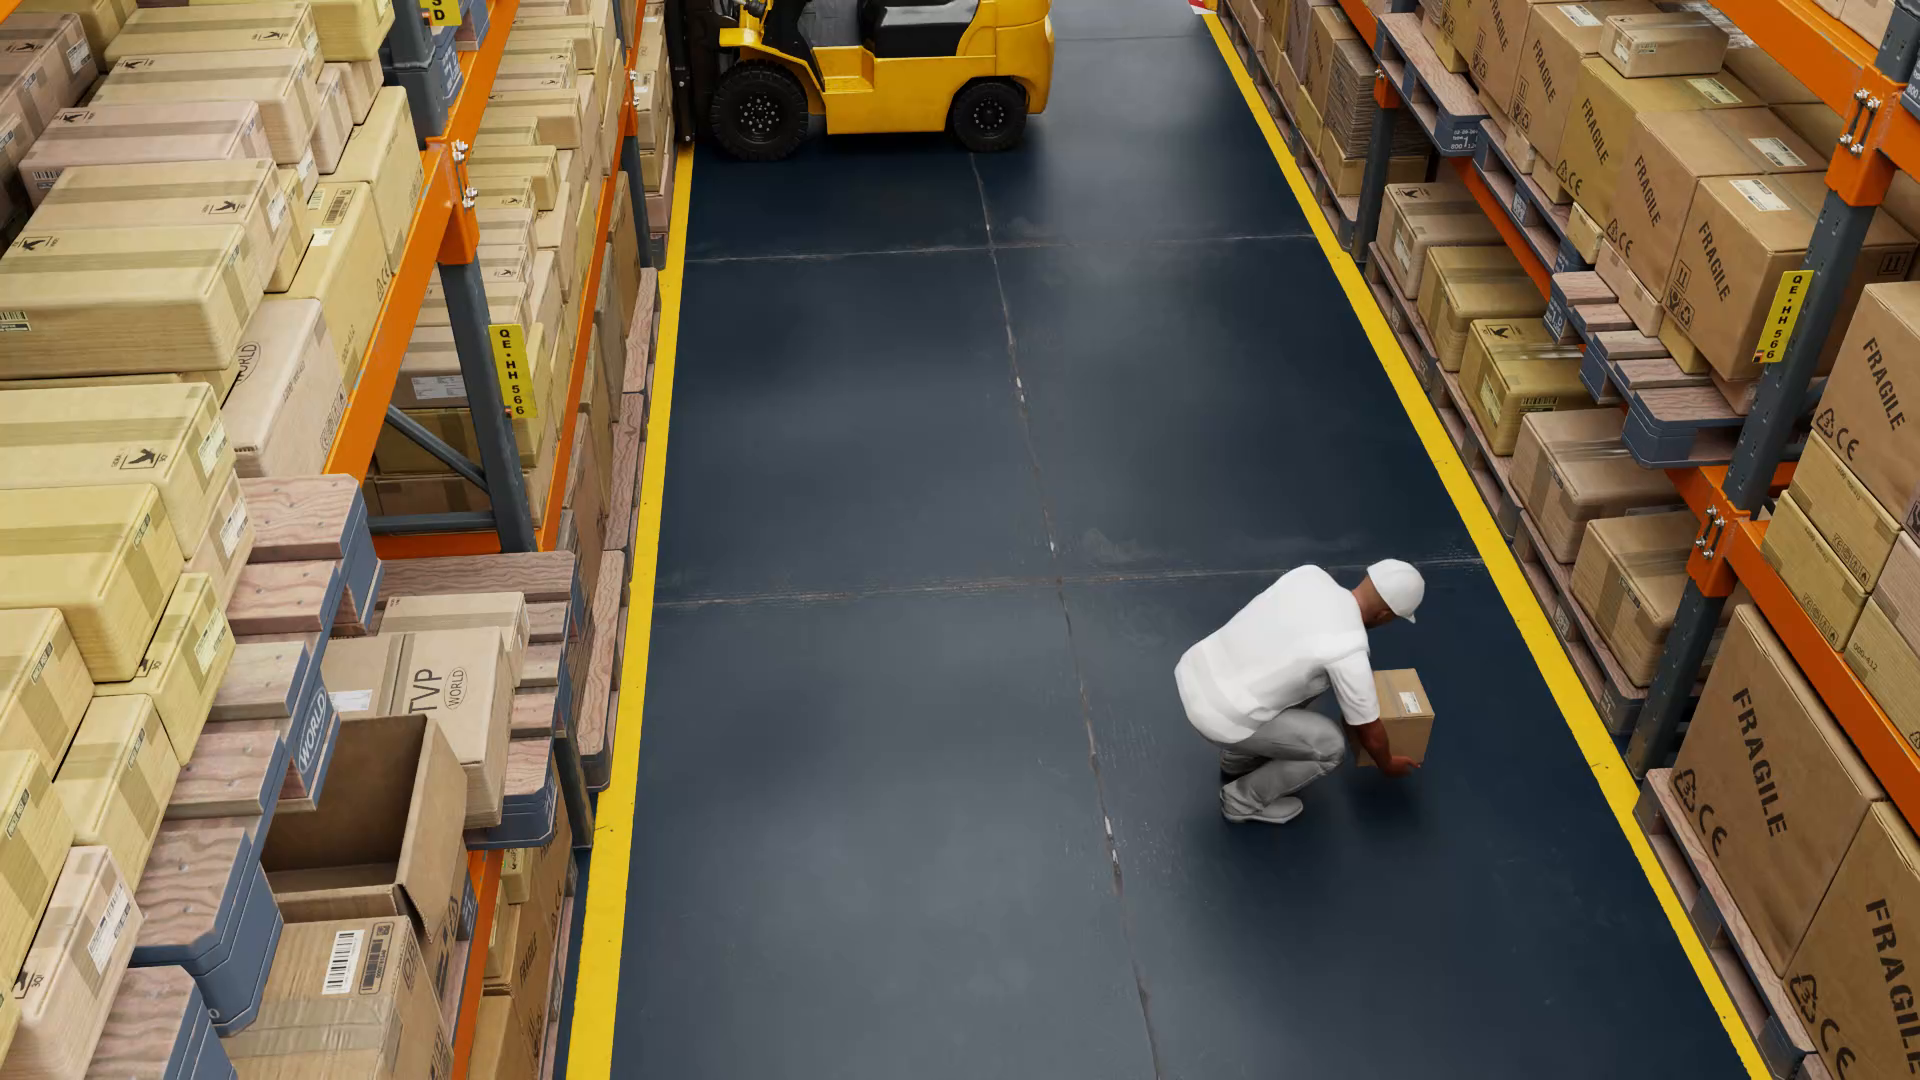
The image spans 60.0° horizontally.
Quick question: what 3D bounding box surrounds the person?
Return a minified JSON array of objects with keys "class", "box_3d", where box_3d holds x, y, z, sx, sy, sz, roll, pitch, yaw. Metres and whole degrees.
[{"class":"person","box_3d":[1.233,0.516,6.090,0.893,1.026,0.583,-3,39,-4]}]
